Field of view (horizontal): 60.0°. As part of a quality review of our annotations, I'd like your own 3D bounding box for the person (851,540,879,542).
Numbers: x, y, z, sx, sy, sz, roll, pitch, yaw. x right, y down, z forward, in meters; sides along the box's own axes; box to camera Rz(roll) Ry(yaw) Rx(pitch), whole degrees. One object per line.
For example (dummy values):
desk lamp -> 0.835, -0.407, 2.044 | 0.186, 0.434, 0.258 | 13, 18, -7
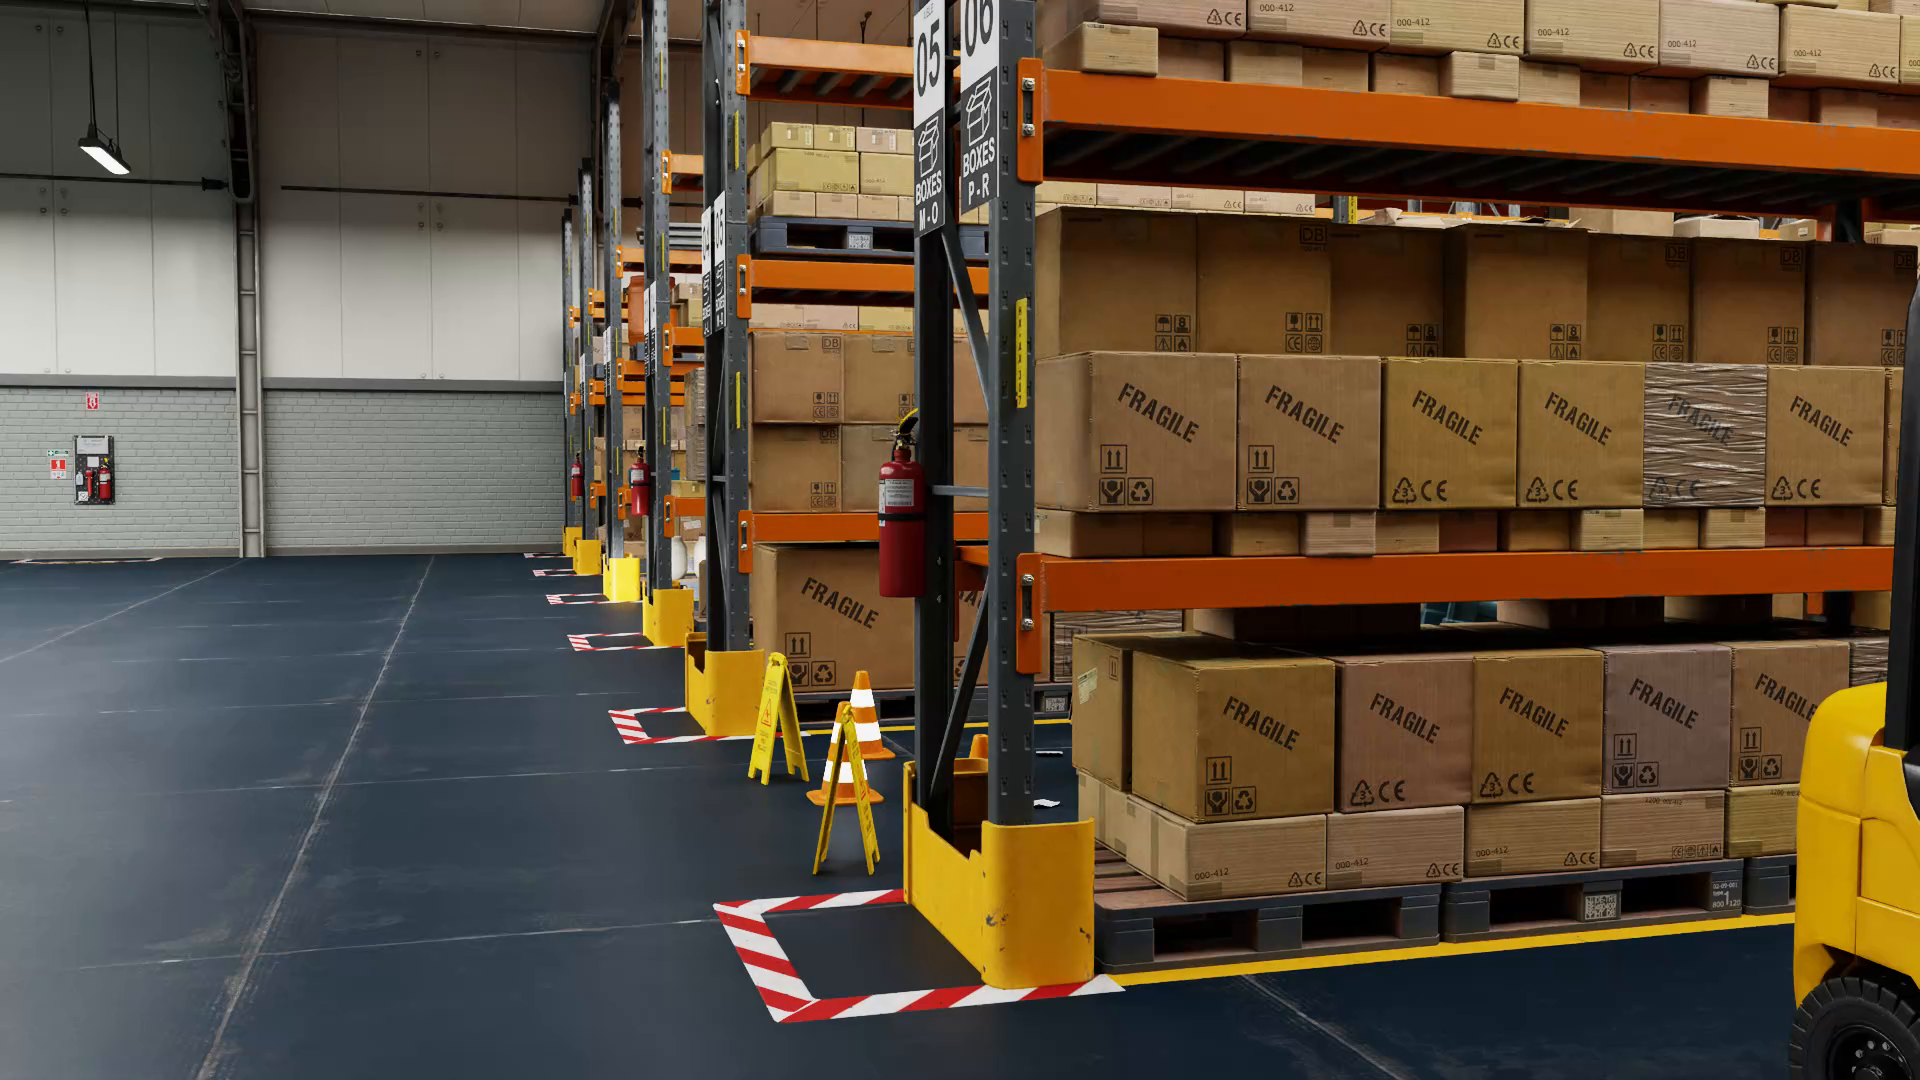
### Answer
person -> -0.913, -0.102, 17.938 | 0.582, 1.766, 0.464 | -1, 3, -19
